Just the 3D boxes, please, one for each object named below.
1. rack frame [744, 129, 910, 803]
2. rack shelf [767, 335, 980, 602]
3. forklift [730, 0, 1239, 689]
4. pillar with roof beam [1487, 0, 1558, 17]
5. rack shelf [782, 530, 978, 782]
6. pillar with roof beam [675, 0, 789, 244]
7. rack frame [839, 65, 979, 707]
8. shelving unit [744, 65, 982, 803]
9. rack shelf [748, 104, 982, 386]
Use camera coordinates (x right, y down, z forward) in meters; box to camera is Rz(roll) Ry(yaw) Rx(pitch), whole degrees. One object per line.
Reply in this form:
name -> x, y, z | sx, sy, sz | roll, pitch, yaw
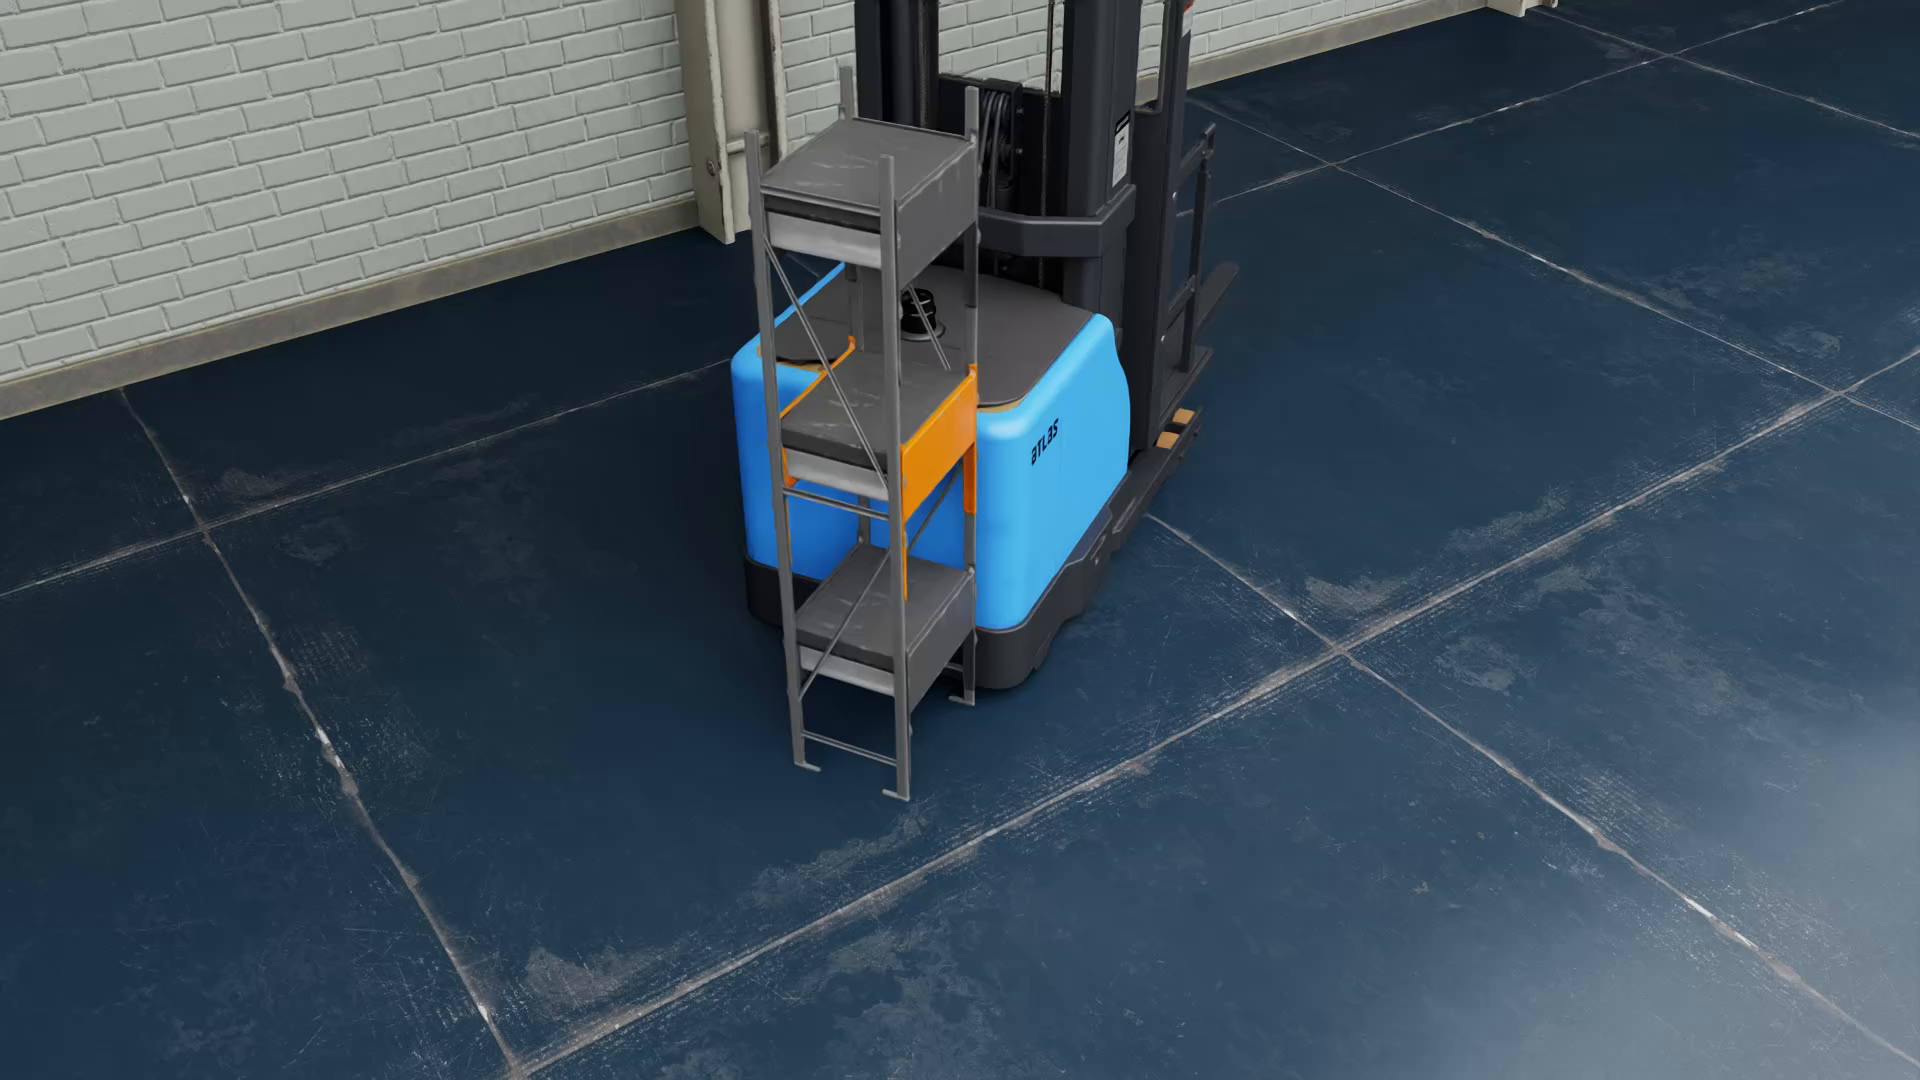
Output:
rack frame -> -0.340, -0.095, 4.584 | 0.400, 2.100, 0.015 | 15, 38, 20
rack shelf -> -0.238, -0.213, 4.772 | 0.431, 0.518, 0.480 | 15, 38, 20
forklift -> 0.336, -1.552, 5.897 | 1.130, 2.935, 3.031 | 15, 38, 20
pillar with roof beam -> 6.287, -5.231, 5.816 | 0.400, 9.000, 9.100 | -22, 41, -28
rack shelf -> -0.238, 0.355, 5.180 | 0.431, 0.518, 0.480 | 15, 38, 20
pillar with roof beam -> 1.383, -3.213, 3.010 | 0.400, 9.000, 9.100 | -22, 41, -28
rack frame -> -0.135, -0.354, 4.943 | 0.400, 2.100, 0.015 | 15, 38, 20
shelving unit -> -0.238, -0.224, 4.764 | 0.431, 2.100, 0.503 | 15, 38, 20
rack shelf -> -0.238, -0.782, 4.363 | 0.431, 0.518, 0.480 | 15, 38, 20
